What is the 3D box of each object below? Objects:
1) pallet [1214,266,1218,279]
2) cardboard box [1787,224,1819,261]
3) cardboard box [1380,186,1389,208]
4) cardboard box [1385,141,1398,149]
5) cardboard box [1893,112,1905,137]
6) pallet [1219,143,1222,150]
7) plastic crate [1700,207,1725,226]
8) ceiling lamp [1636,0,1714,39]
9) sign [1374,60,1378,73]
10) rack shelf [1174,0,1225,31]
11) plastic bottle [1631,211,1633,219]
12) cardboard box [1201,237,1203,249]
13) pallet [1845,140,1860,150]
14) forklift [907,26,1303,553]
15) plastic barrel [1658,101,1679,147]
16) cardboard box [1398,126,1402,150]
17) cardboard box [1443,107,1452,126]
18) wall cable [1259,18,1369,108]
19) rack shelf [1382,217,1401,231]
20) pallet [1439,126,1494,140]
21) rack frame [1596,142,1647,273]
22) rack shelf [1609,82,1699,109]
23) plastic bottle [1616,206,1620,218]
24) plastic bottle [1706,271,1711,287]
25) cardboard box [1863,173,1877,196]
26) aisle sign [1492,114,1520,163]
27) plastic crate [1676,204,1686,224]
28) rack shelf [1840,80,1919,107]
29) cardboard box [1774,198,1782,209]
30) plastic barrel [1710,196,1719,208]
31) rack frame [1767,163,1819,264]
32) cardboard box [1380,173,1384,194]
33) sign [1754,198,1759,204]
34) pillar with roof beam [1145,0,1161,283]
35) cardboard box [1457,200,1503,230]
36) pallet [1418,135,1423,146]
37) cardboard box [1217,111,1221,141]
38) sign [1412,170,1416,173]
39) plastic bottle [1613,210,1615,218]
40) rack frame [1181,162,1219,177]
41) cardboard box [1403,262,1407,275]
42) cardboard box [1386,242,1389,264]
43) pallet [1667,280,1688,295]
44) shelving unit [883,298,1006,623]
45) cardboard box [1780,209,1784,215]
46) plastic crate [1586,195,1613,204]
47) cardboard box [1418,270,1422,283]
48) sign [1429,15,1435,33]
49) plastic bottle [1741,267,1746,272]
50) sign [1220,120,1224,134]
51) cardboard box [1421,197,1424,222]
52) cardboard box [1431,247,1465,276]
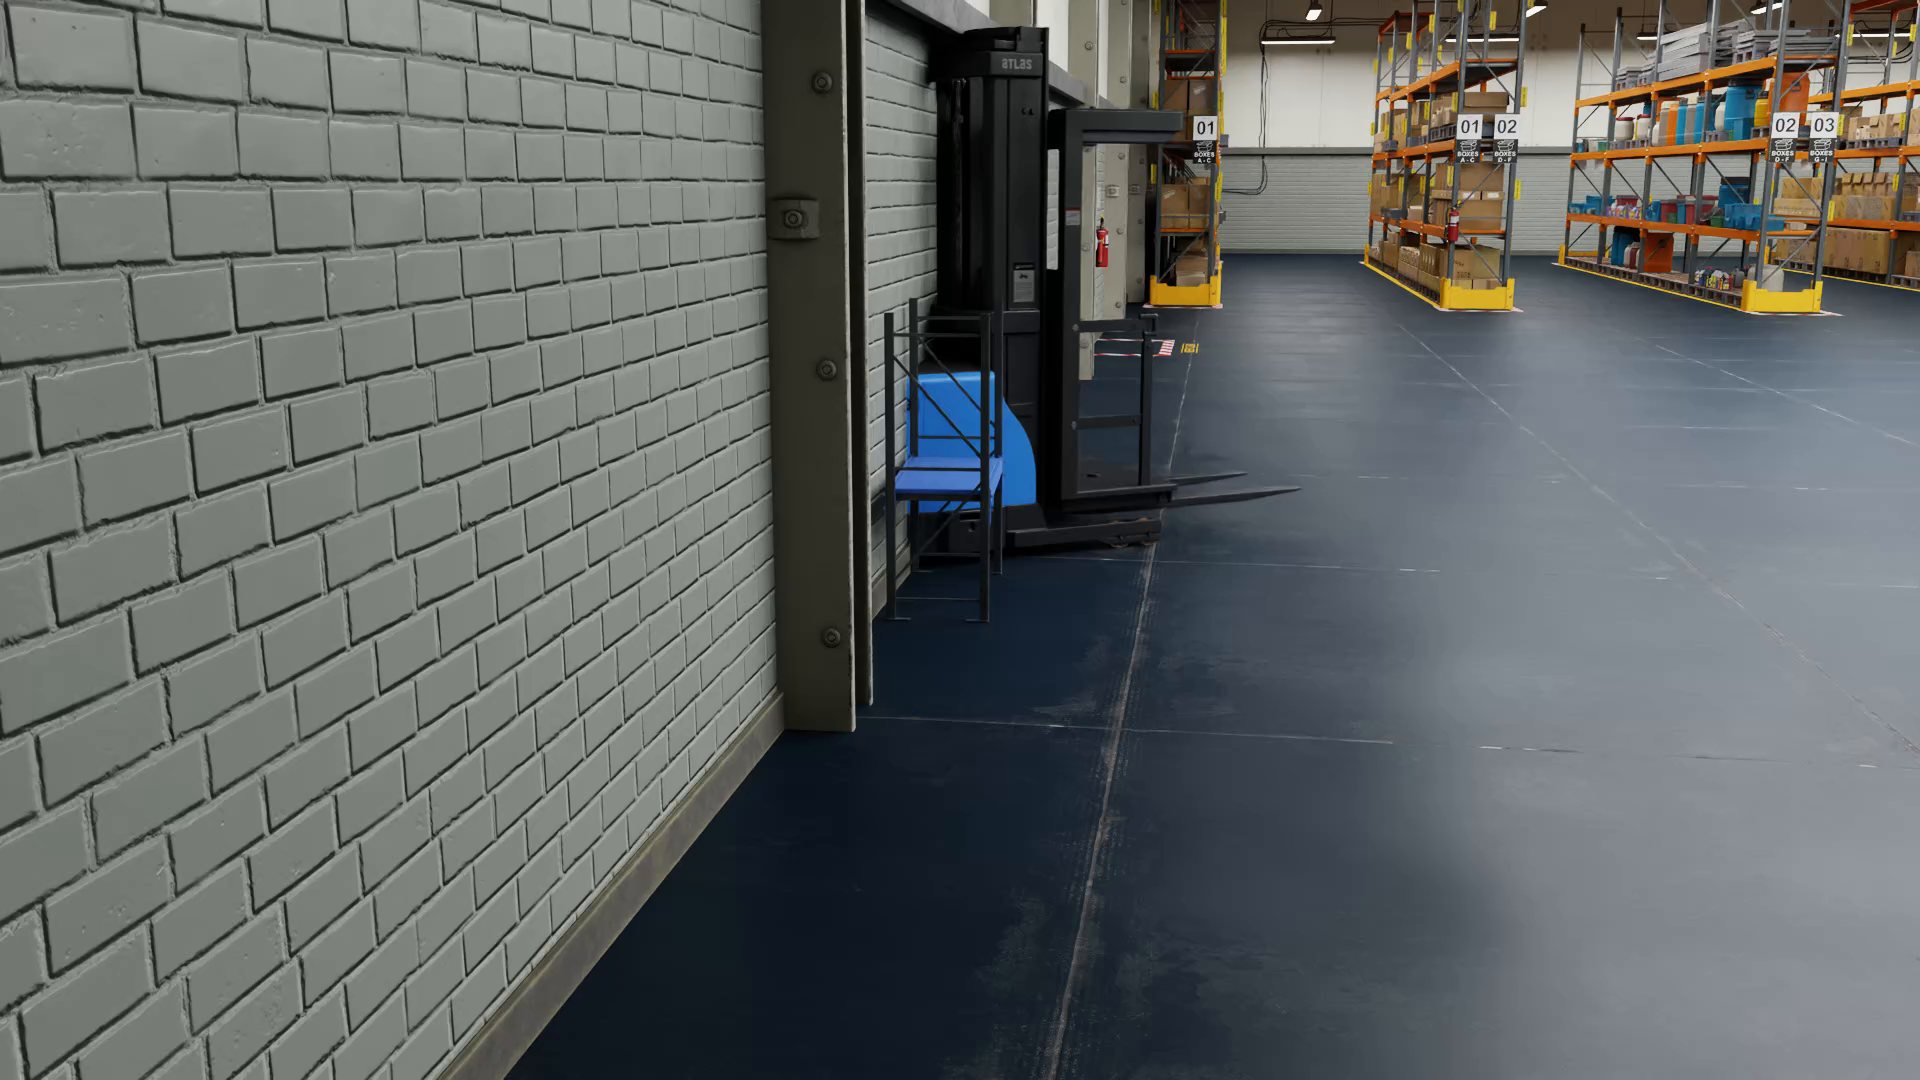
[{"bbox_3d":[5.322,-6.047,37.552,1.003,0.211,1.213,2,12,9],"label":"pallet"},{"bbox_3d":[20.880,-7.274,40.671,0.875,0.875,0.875,2,12,9],"label":"cardboard box"},{"bbox_3d":[10.343,-8.084,39.151,0.700,0.500,0.500,-2,12,-10],"label":"cardboard box"},{"bbox_3d":[10.449,-9.424,39.840,0.500,0.250,0.500,2,12,9],"label":"cardboard box"},{"bbox_3d":[19.832,-8.618,34.502,0.797,0.503,0.637,3,12,12],"label":"cardboard box"},{"bbox_3d":[5.173,-8.758,36.841,1.213,0.211,1.003,2,12,11],"label":"pallet"},{"bbox_3d":[14.094,-5.960,30.674,0.767,0.338,0.504,2,12,9],"label":"plastic crate"},{"bbox_3d":[19.047,-14.856,43.713,2.000,3.185,0.800,2,12,9],"label":"ceiling lamp"},{"bbox_3d":[10.716,-12.200,42.837,0.100,0.325,0.005,2,12,9],"label":"sign"},{"bbox_3d":[5.434,-11.870,37.533,1.077,0.370,4.000,2,12,9],"label":"rack shelf"},{"bbox_3d":[14.702,-7.101,36.296,0.097,0.201,0.097,0,12,0],"label":"plastic bottle"},{"bbox_3d":[4.843,-6.233,34.904,0.500,0.250,0.500,2,12,8],"label":"cardboard box"},{"bbox_3d":[20.332,-8.780,36.948,0.805,0.209,1.217,1,12,6],"label":"pallet"},{"bbox_3d":[0.640,-1.476,9.883,3.031,2.935,1.130,-5,13,-23],"label":"forklift"},{"bbox_3d":[14.575,-8.475,33.889,0.600,0.901,0.600,0,12,0],"label":"plastic barrel"},{"bbox_3d":[10.214,-8.910,36.861,0.910,0.500,0.500,2,12,9],"label":"cardboard box"},{"bbox_3d":[8.793,-7.484,29.362,0.500,0.311,0.500,3,13,15],"label":"cardboard box"},{"bbox_3d":[10.253,-13.876,48.401,3.097,2.526,0.112,2,12,9],"label":"wall cable"},{"bbox_3d":[10.329,-7.153,37.774,1.077,0.370,4.000,2,12,9],"label":"rack shelf"},{"bbox_3d":[9.111,-7.248,29.593,1.003,0.211,1.213,2,12,9],"label":"pallet"},{"bbox_3d":[15.530,-7.760,38.882,1.000,3.000,0.127,2,12,9],"label":"rack frame"},{"bbox_3d":[15.223,-9.729,36.436,1.077,0.370,4.000,2,12,9],"label":"rack shelf"},{"bbox_3d":[14.940,-7.423,37.611,0.152,0.276,0.135,2,12,9],"label":"plastic bottle"},{"bbox_3d":[13.670,-4.755,30.341,0.061,0.283,0.133,2,12,11],"label":"plastic bottle"},{"bbox_3d":[20.137,-7.733,36.139,0.797,0.503,0.637,2,12,10],"label":"cardboard box"},{"bbox_3d":[9.084,-6.671,27.656,0.394,0.787,0.004,2,12,9],"label":"aisle sign"},{"bbox_3d":[14.162,-6.327,32.268,0.392,0.384,0.575,2,12,9],"label":"plastic crate"},{"bbox_3d":[20.117,-9.569,35.691,1.077,0.370,4.000,2,12,9],"label":"rack shelf"},{"bbox_3d":[20.699,-8.413,41.562,0.500,0.250,0.500,2,12,7],"label":"cardboard box"},{"bbox_3d":[14.664,-6.353,32.031,0.433,0.535,0.433,0,12,0],"label":"plastic barrel"},{"bbox_3d":[21.040,-8.432,42.001,1.000,3.000,0.127,2,12,9],"label":"rack frame"},{"bbox_3d":[10.535,-8.679,40.537,0.500,0.500,0.500,2,12,8],"label":"cardboard box"},{"bbox_3d":[14.842,-6.210,31.032,0.100,0.325,0.005,2,12,9],"label":"sign"},{"bbox_3d":[8.325,-9.799,34.103,9.100,9.000,0.400,2,12,9],"label":"pillar with roof beam"},{"bbox_3d":[8.876,-5.569,28.477,0.700,0.500,0.500,2,12,9],"label":"cardboard box"},{"bbox_3d":[9.836,-8.086,33.721,1.003,0.211,1.213,2,12,11],"label":"pallet"},{"bbox_3d":[4.312,-7.280,29.250,0.500,0.500,0.500,3,12,12],"label":"cardboard box"},{"bbox_3d":[11.797,-9.452,43.236,0.100,0.325,0.005,2,12,9],"label":"sign"},{"bbox_3d":[14.967,-7.459,37.958,0.097,0.201,0.097,0,12,0],"label":"plastic bottle"},{"bbox_3d":[6.357,-8.914,44.235,1.000,3.000,0.127,2,12,9],"label":"rack frame"},{"bbox_3d":[9.500,-5.637,34.561,0.500,0.250,0.500,2,12,7],"label":"cardboard box"},{"bbox_3d":[10.250,-6.710,38.900,0.500,0.500,0.500,2,12,9],"label":"cardboard box"},{"bbox_3d":[14.383,-4.896,32.213,1.003,0.211,1.213,2,12,9],"label":"pallet"},{"bbox_3d":[-0.064,-0.443,8.490,0.538,1.500,1.048,1,12,5],"label":"shelving unit"},{"bbox_3d":[20.582,-8.140,41.239,0.380,0.149,0.250,2,12,7],"label":"cardboard box"},{"bbox_3d":[16.279,-8.564,42.384,0.616,0.435,0.499,2,12,9],"label":"plastic crate"},{"bbox_3d":[9.035,-5.031,31.746,0.500,0.250,0.500,2,12,9],"label":"cardboard box"},{"bbox_3d":[8.868,-9.699,31.234,0.100,0.325,0.005,2,12,9],"label":"sign"},{"bbox_3d":[14.486,-4.872,30.722,0.144,0.351,0.185,2,12,7],"label":"plastic bottle"},{"bbox_3d":[5.662,-8.950,36.054,0.100,0.325,0.005,2,12,9],"label":"sign"},{"bbox_3d":[9.780,-6.788,34.133,0.500,0.500,0.500,1,12,6],"label":"cardboard box"},{"bbox_3d":[8.719,-4.981,29.736,0.500,0.500,0.500,2,12,9],"label":"cardboard box"}]
